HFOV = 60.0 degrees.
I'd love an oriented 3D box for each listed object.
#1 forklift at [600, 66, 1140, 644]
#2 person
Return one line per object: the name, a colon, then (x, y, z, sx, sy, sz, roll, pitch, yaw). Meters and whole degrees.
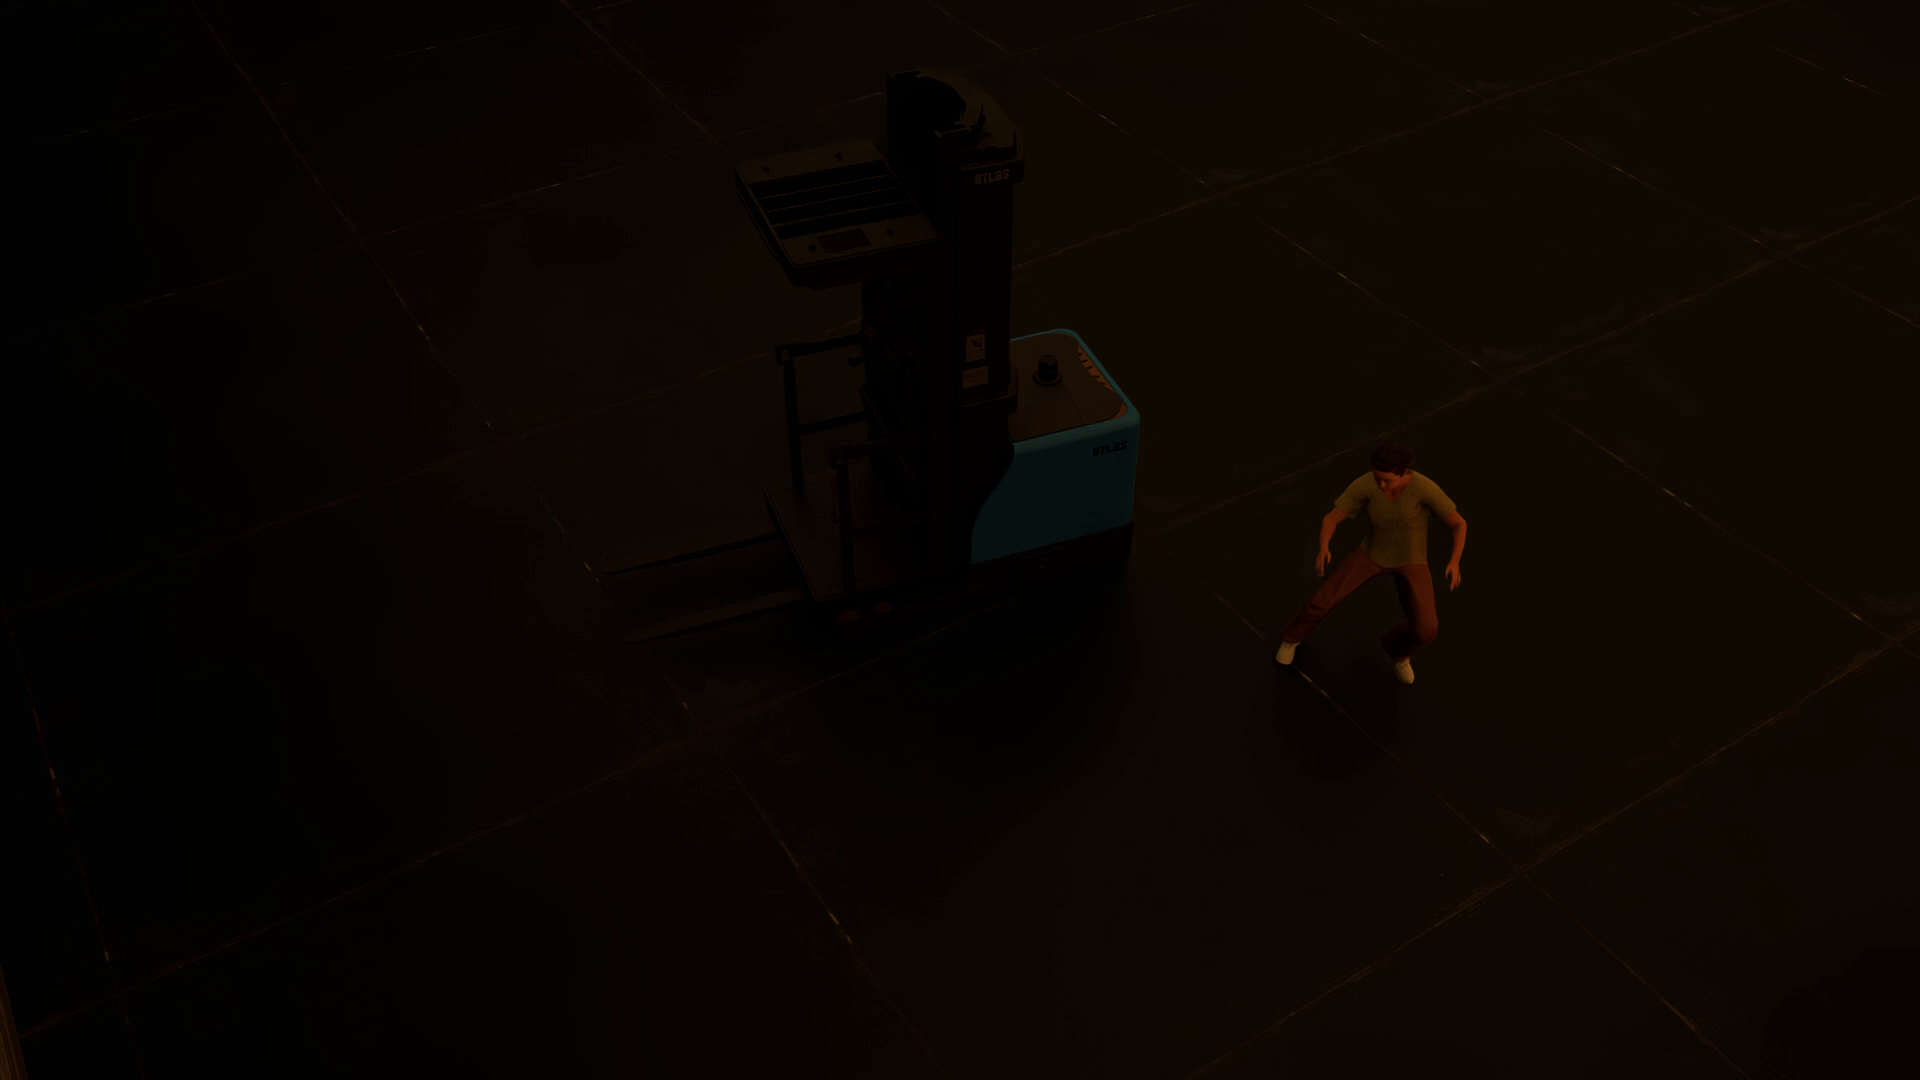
forklift: (-0.545, -0.935, 8.940, 3.031, 2.935, 1.130, -14, 43, -16)
person: (2.206, 0.158, 8.795, 0.873, 1.473, 0.687, 19, 45, 20)
